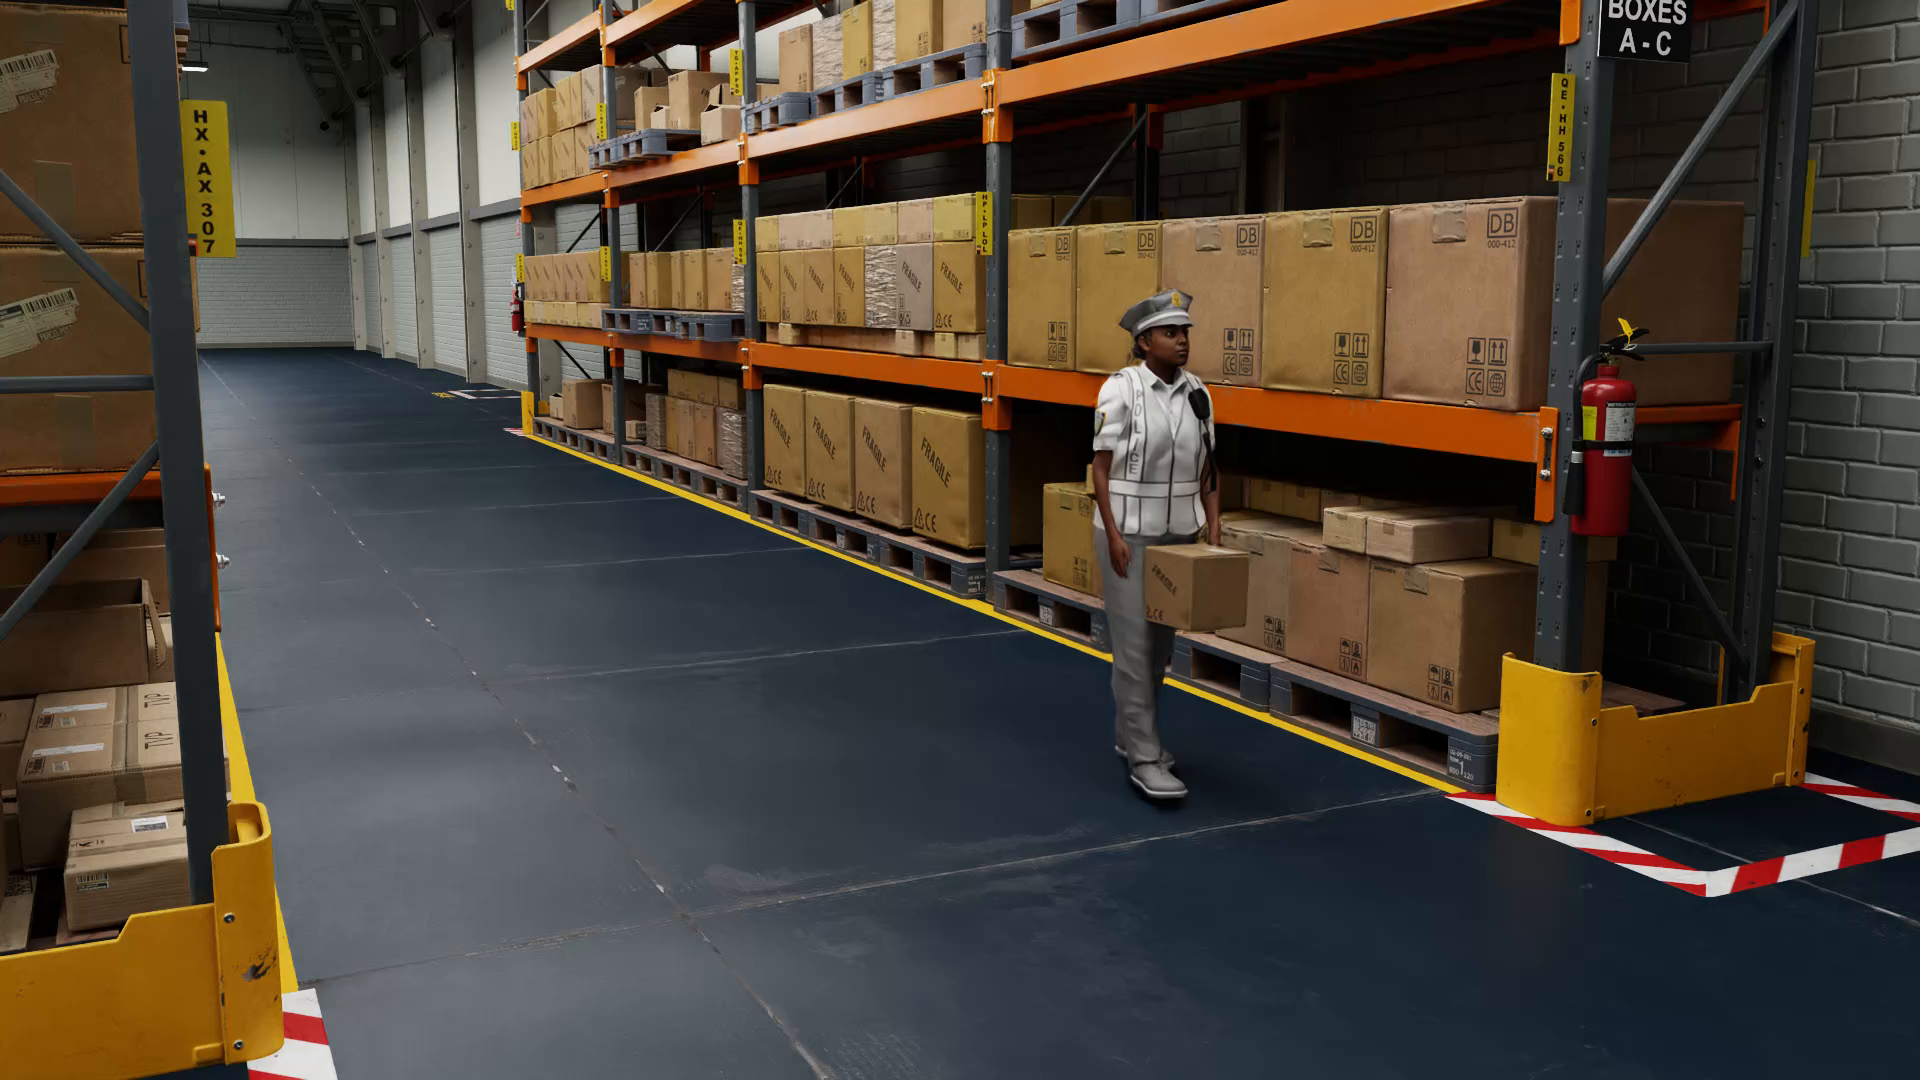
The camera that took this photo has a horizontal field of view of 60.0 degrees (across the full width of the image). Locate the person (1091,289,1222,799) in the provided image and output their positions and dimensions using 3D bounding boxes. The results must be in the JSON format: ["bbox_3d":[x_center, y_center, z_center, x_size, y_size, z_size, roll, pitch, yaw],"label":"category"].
[{"bbox_3d":[0.718,-0.006,5.700,0.474,1.689,0.657,-4,10,-26],"label":"person"}]
